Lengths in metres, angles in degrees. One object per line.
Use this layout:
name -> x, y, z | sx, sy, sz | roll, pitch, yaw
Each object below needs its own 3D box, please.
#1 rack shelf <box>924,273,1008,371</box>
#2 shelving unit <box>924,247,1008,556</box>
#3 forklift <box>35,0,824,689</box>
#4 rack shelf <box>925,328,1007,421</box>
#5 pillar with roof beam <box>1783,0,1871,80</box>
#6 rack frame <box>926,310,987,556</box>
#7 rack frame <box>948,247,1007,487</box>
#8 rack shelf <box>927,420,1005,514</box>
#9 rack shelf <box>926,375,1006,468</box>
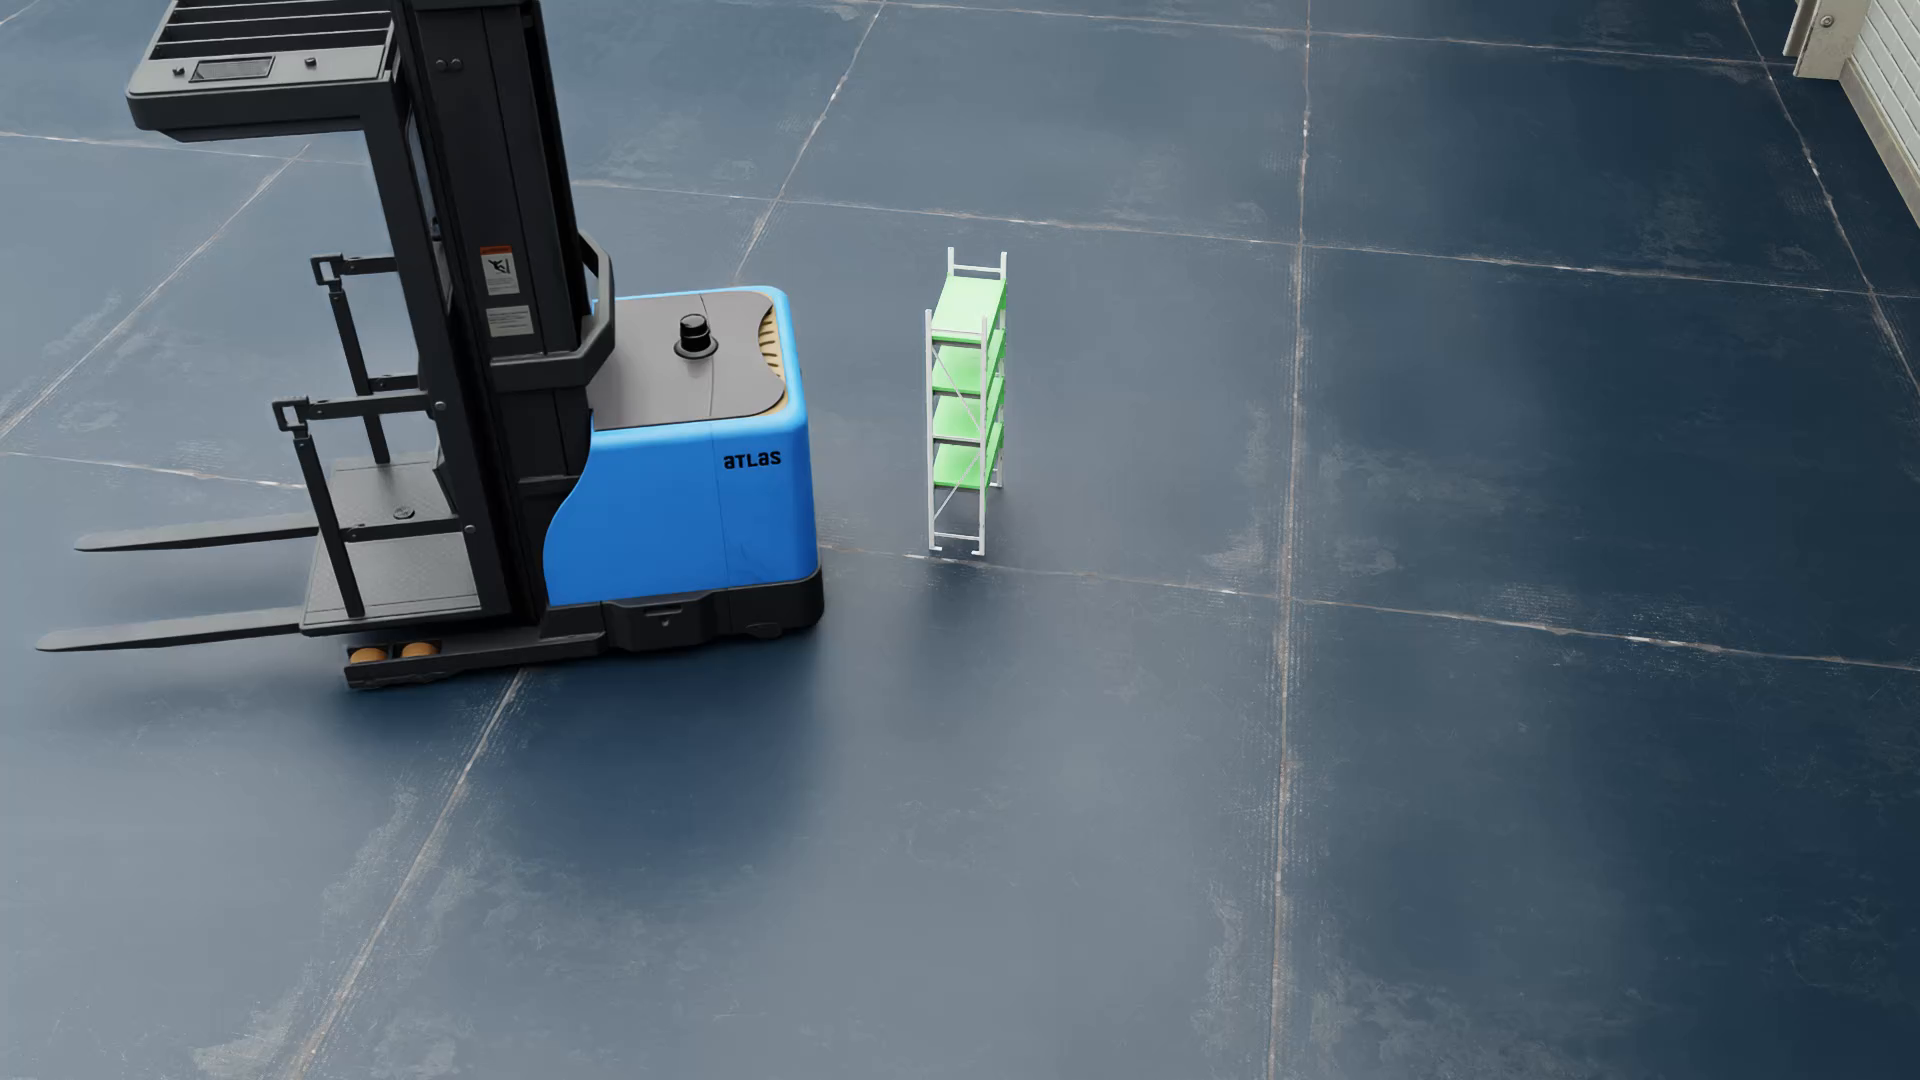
rack shelf -> 0.029, -0.887, 6.728 | 0.258, 0.148, 0.480 | 6, 40, 8
shelving unit -> 0.029, -0.566, 6.993 | 0.258, 1.200, 0.503 | 6, 40, 8
forklift -> -2.118, -0.906, 6.046 | 3.031, 2.935, 1.130 | -6, 40, -7
rack shelf -> 0.029, -0.702, 6.881 | 0.258, 0.148, 0.480 | 6, 40, 8
pillar with roof beam -> 1.436, -7.098, 8.773 | 9.100, 9.000, 0.400 | 6, 40, 8
rack frame -> -0.014, -0.413, 6.808 | 0.240, 1.200, 0.015 | 6, 40, 8
rack frame -> 0.071, -0.719, 7.179 | 0.240, 1.200, 0.015 | 6, 40, 8
rack shelf -> 0.029, -0.332, 7.187 | 0.258, 0.148, 0.480 | 6, 40, 8
rack shelf -> 0.029, -0.517, 7.034 | 0.258, 0.148, 0.480 | 6, 40, 8
